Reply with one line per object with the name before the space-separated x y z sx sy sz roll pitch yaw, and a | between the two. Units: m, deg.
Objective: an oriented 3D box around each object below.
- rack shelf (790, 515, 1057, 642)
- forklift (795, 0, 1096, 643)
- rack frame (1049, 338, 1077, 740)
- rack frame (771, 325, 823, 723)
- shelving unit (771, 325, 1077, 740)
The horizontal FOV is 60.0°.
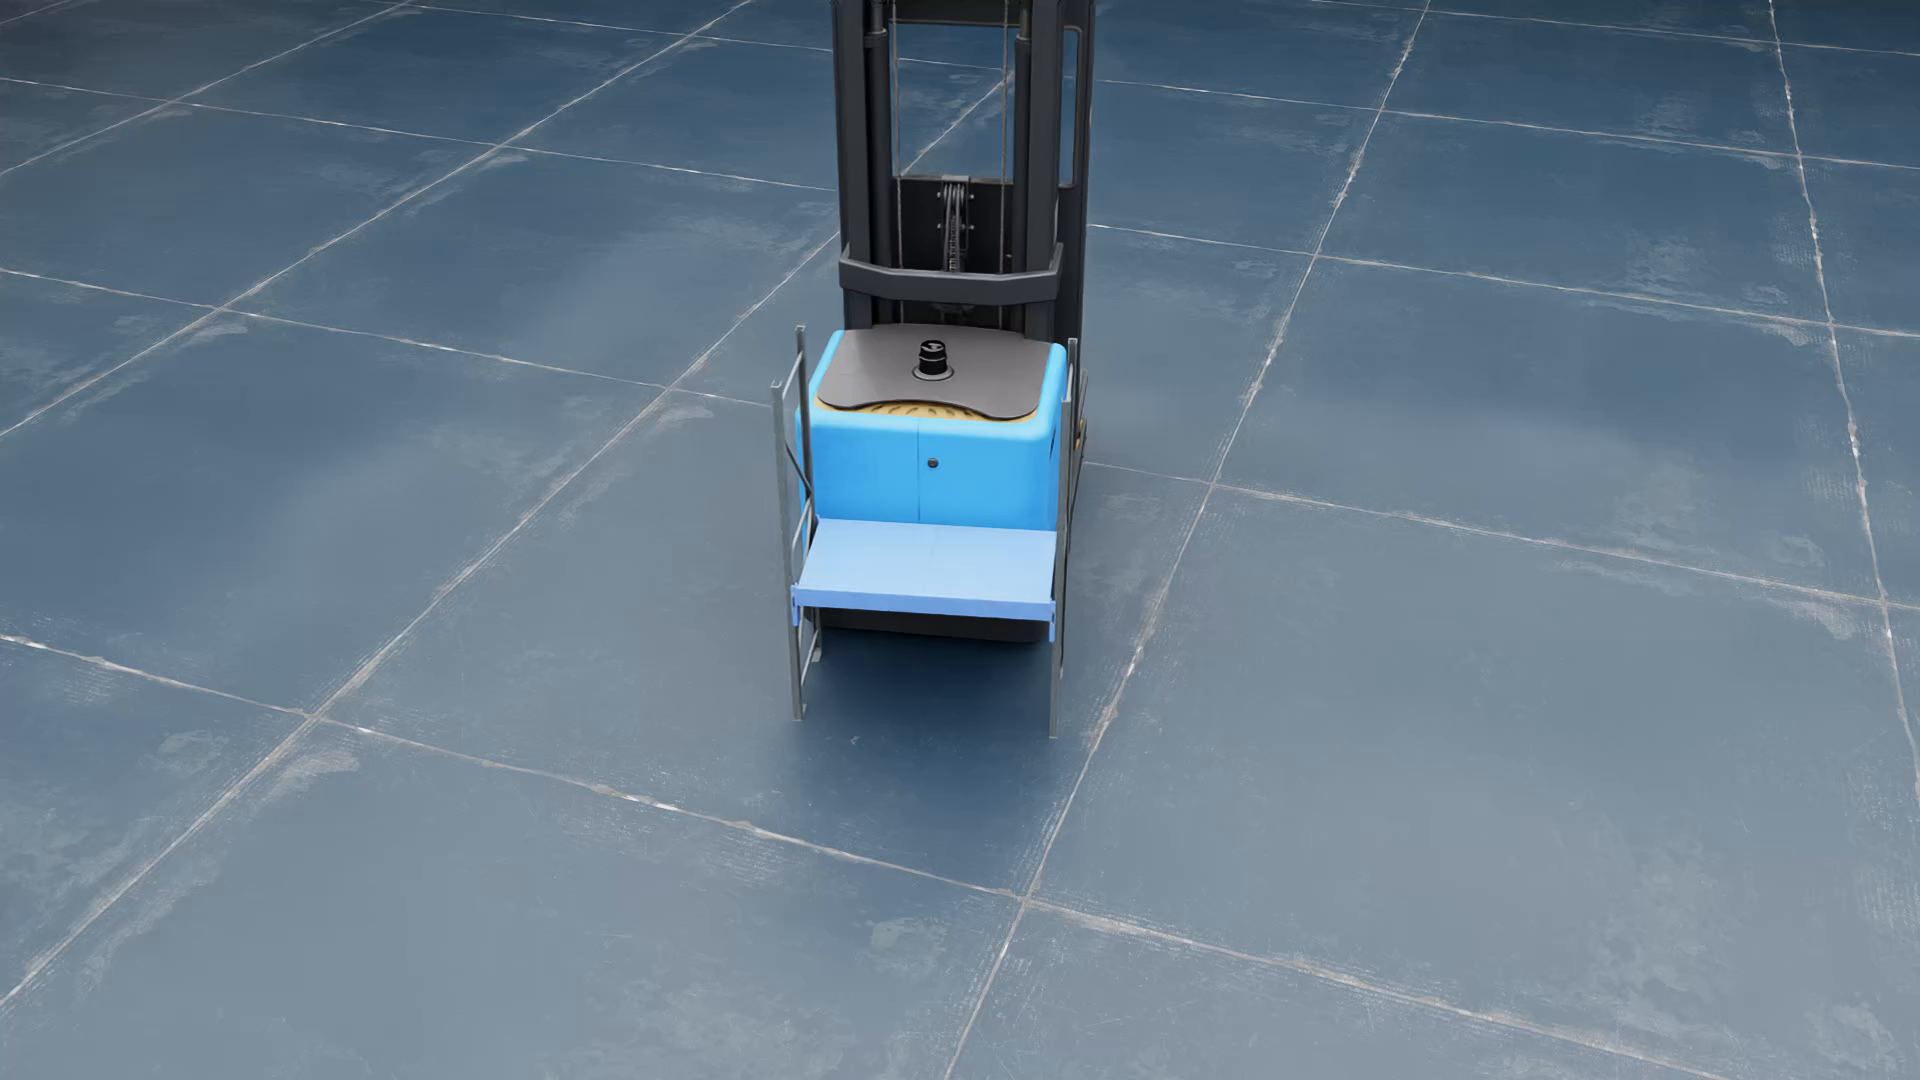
rack shelf | -0.115 0.142 6.479 1.000 0.185 0.538 3 33 5
forklift | 0.048 -1.587 7.505 1.130 2.935 3.031 4 33 7
rack frame | 0.391 0.020 6.337 0.032 1.500 0.500 3 33 5
rack frame | -0.620 -0.038 6.426 0.032 1.500 0.500 3 33 5
shelving unit | -0.115 -0.009 6.381 1.048 1.500 0.538 3 33 5
